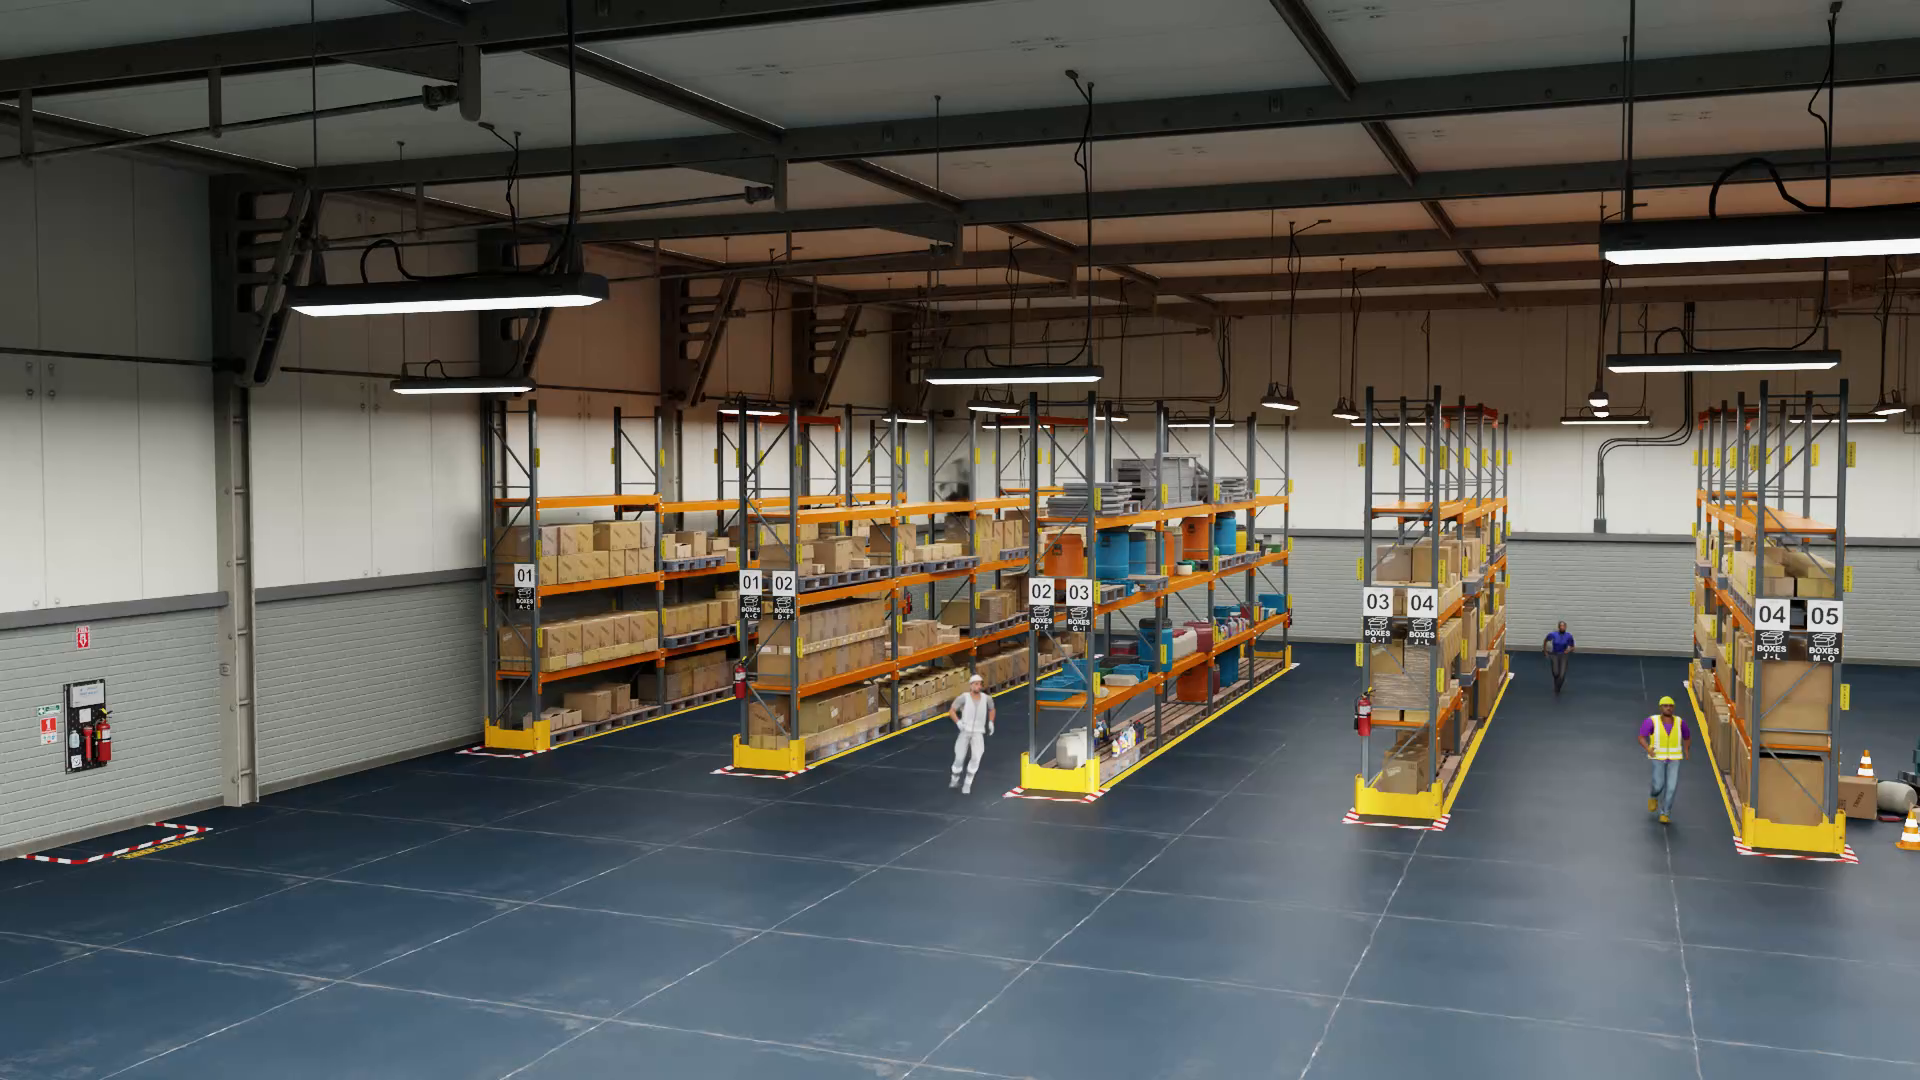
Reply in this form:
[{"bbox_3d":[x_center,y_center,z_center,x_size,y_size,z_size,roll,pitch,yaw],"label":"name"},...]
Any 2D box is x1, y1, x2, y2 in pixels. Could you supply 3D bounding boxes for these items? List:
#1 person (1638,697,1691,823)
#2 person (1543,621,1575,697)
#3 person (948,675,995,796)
[{"bbox_3d":[9.716,3.007,22.916,0.695,1.720,0.596,1,3,12],"label":"person"},{"bbox_3d":[12.548,2.498,34.837,0.616,1.606,0.633,1,3,18],"label":"person"},{"bbox_3d":[0.188,2.902,24.879,0.717,1.783,0.676,0,3,-6],"label":"person"}]
